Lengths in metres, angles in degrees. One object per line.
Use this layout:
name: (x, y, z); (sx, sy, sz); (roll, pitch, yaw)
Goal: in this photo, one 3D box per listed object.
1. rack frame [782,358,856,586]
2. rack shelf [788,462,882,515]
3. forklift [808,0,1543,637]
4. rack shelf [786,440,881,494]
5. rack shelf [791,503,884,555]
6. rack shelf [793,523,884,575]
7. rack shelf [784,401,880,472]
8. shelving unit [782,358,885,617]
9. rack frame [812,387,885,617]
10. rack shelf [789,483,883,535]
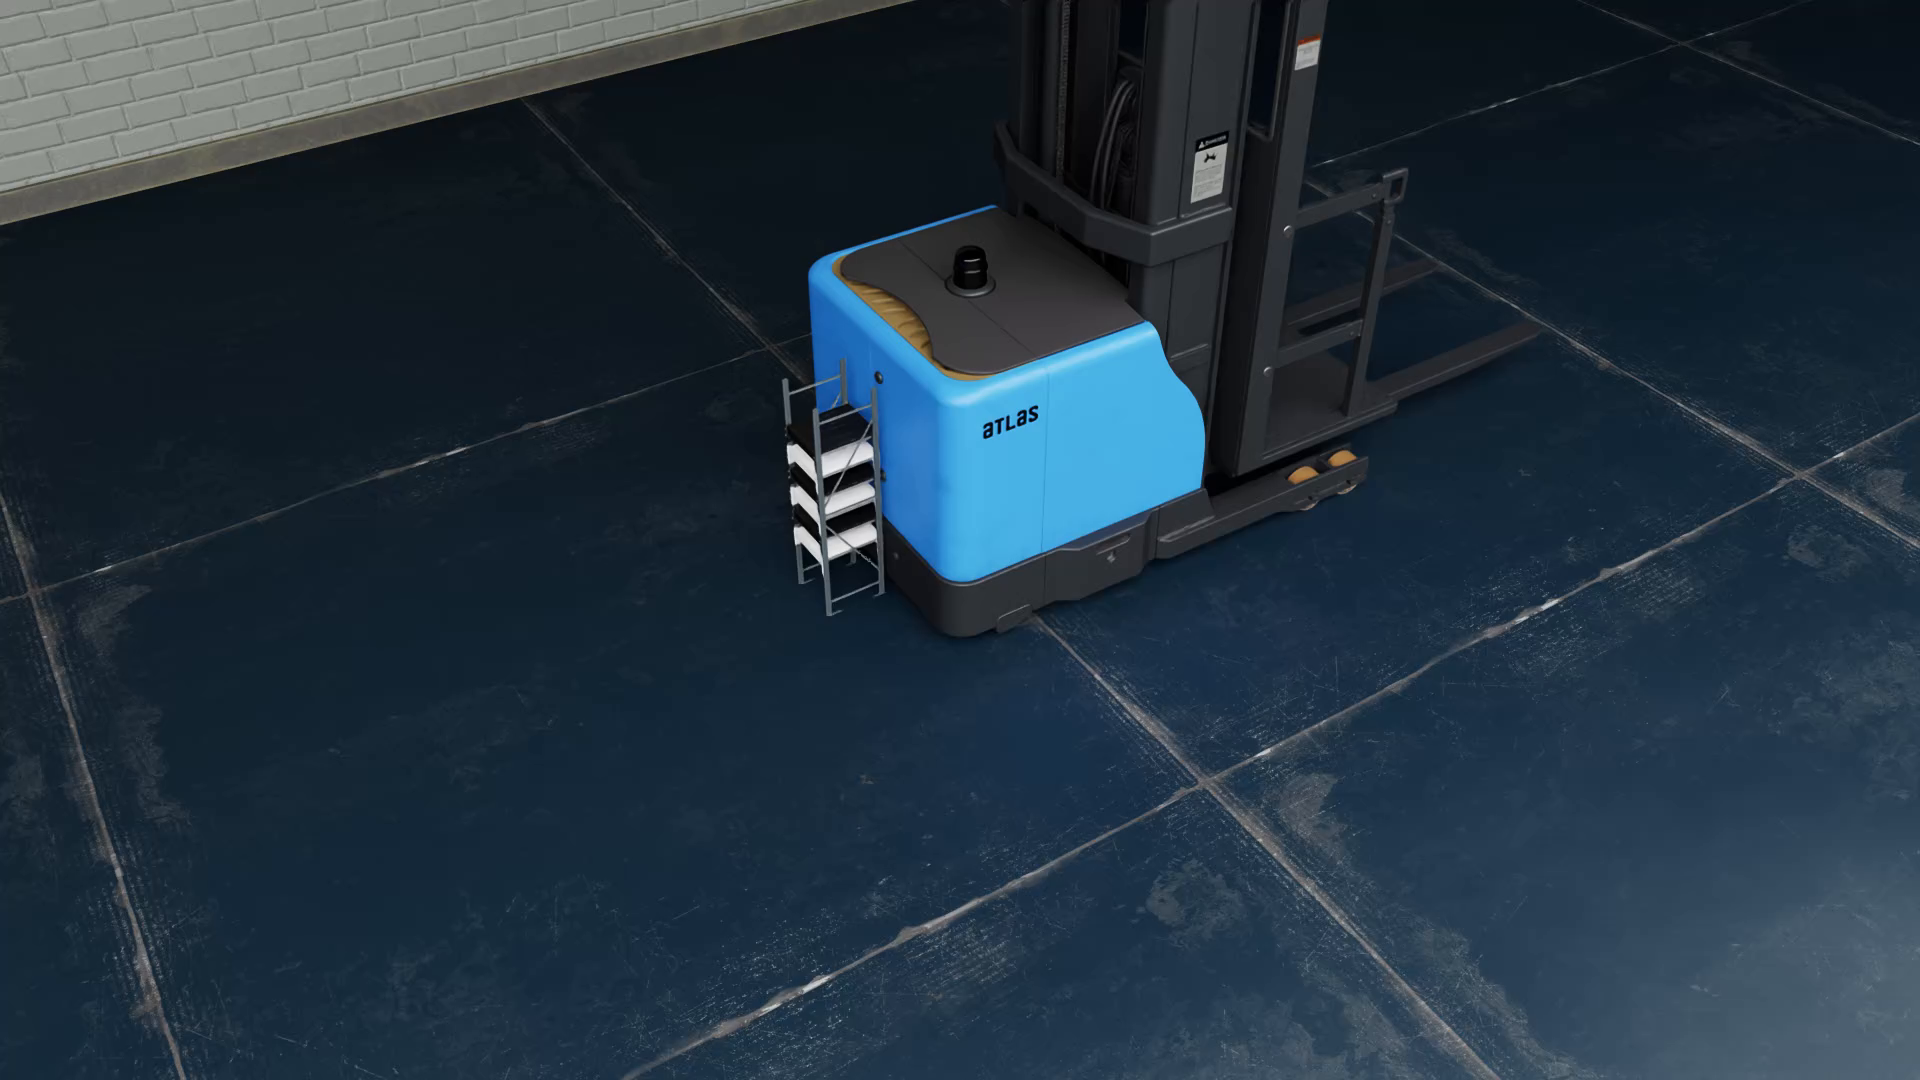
rack frame: (-0.486, -0.223, 5.814); (0.240, 0.900, 0.006); (-23, 45, -25)
rack shelf: (-0.430, -0.212, 5.712); (0.258, 0.077, 0.200); (-23, 45, -25)
forklift: (0.982, -1.506, 5.768); (3.031, 2.935, 1.130); (-22, 44, -24)
rack shelf: (-0.430, -0.281, 5.655); (0.258, 0.077, 0.200); (-23, 45, -25)
rack shelf: (-0.430, -0.073, 5.828); (0.258, 0.077, 0.200); (-23, 45, -25)
rack shelf: (-0.430, -0.004, 5.885); (0.258, 0.077, 0.200); (-23, 45, -25)
rack shelf: (-0.430, -0.350, 5.597); (0.258, 0.077, 0.200); (-23, 45, -25)
shelving unit: (-0.430, -0.168, 5.749); (0.258, 0.900, 0.210); (-23, 45, -25)
rack frame: (-0.374, -0.114, 5.683); (0.240, 0.900, 0.006); (-23, 45, -25)
rack shelf: (-0.430, -0.142, 5.770); (0.258, 0.077, 0.200); (-23, 45, -25)
